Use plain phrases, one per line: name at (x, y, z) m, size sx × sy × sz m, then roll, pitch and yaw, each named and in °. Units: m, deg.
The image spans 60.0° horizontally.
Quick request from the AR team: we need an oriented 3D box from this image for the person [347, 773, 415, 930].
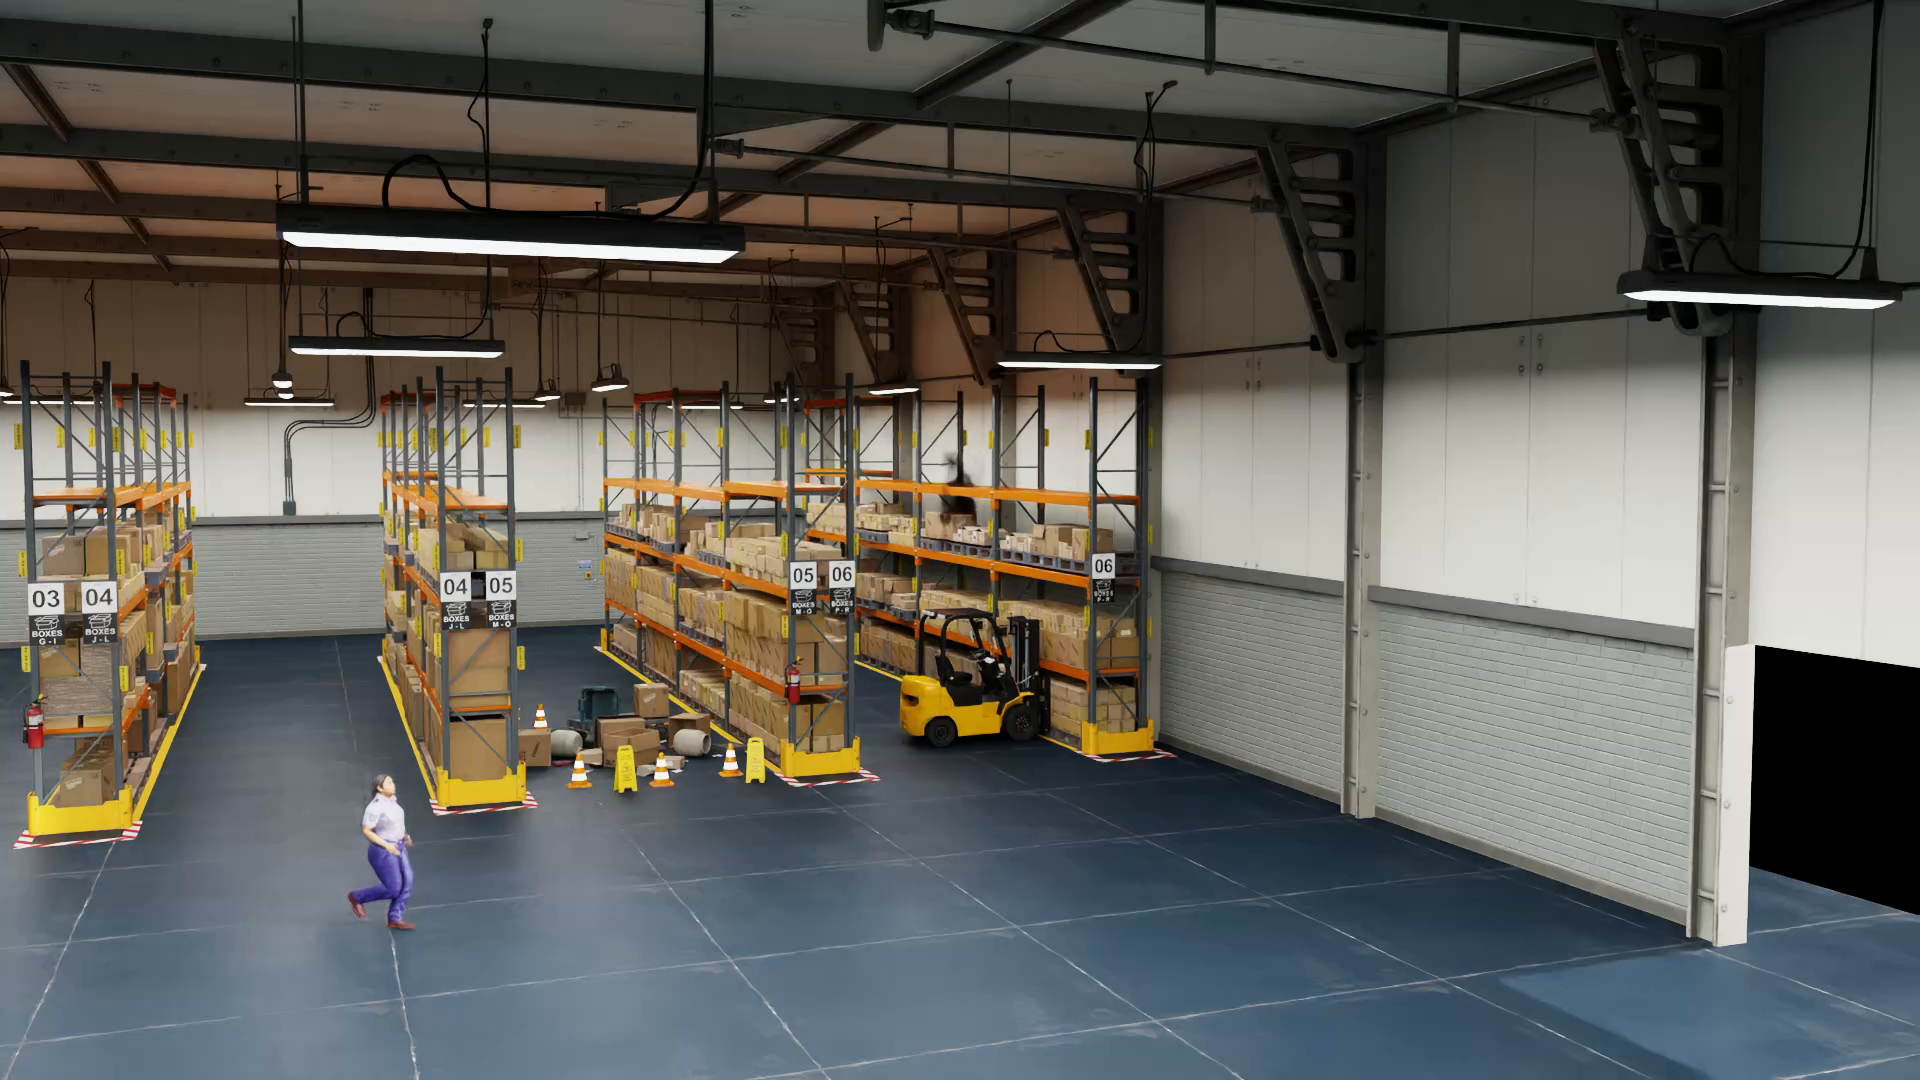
person at (-5.905, 3.188, 17.010) m, size 0.643 × 1.594 × 0.617 m, roll 0°, pitch 3°, yaw 4°
